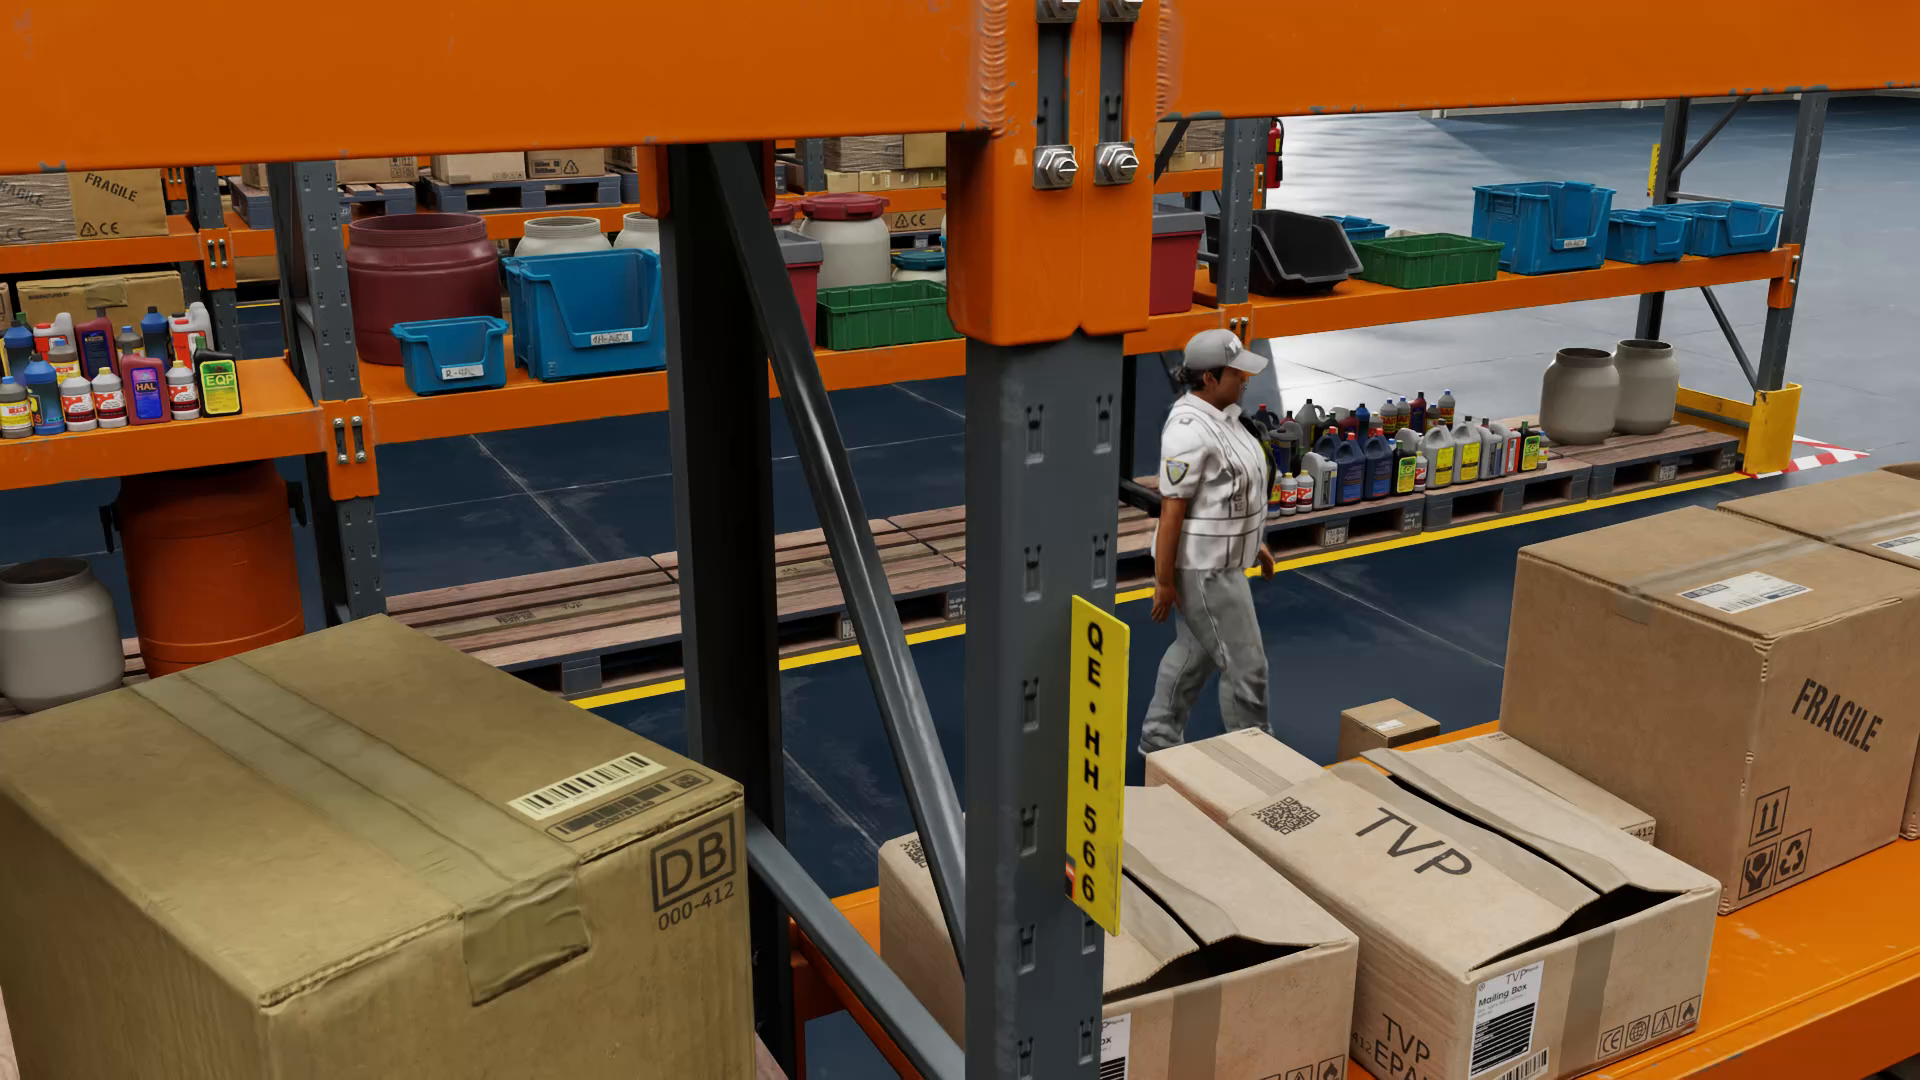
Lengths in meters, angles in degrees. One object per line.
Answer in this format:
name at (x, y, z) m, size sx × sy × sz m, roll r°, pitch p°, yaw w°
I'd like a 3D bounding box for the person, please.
person at (0.968, 0.102, 5.777) m, size 0.690 × 1.678 × 0.529 m, roll 7°, pitch 20°, yaw 20°
